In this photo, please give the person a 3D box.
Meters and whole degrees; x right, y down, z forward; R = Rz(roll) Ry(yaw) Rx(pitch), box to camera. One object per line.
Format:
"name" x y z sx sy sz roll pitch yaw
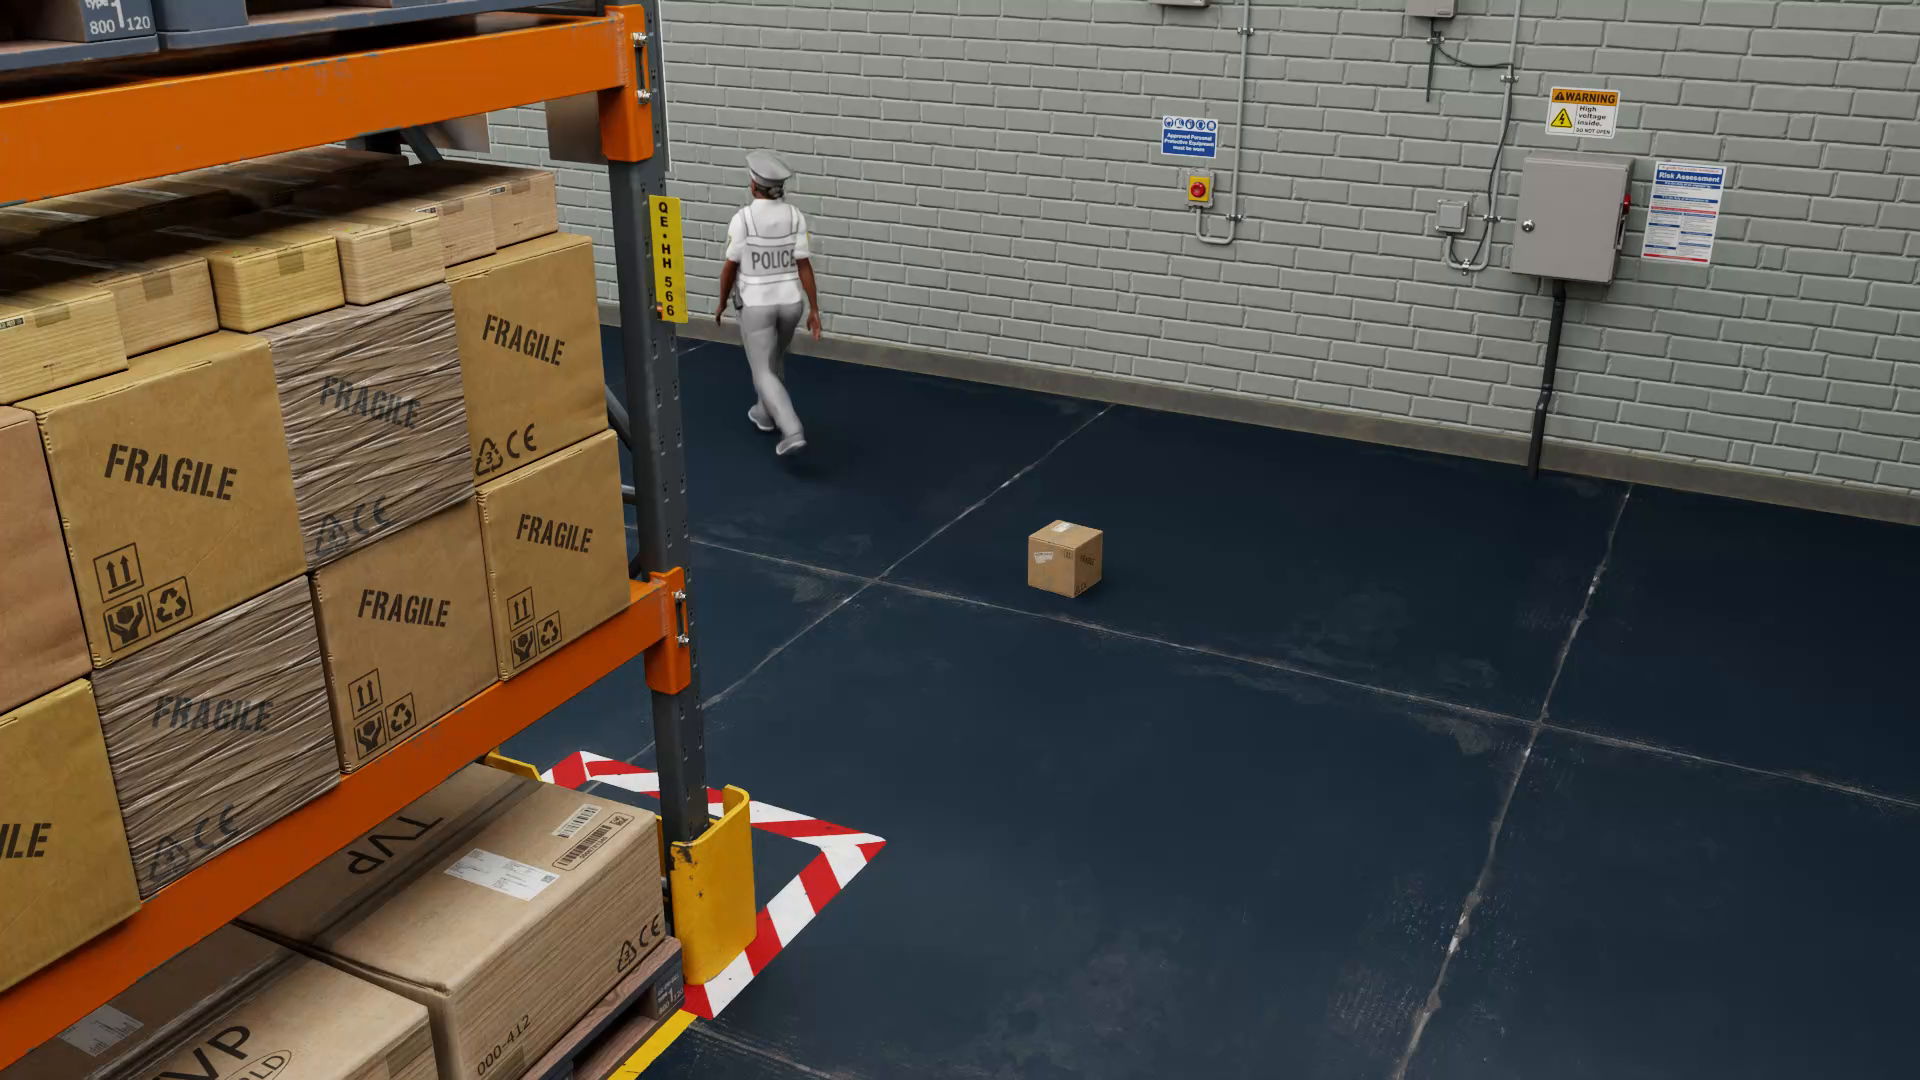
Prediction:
"person" -1.049 -1.299 9.128 0.469 1.637 1.016 -13 26 -28
